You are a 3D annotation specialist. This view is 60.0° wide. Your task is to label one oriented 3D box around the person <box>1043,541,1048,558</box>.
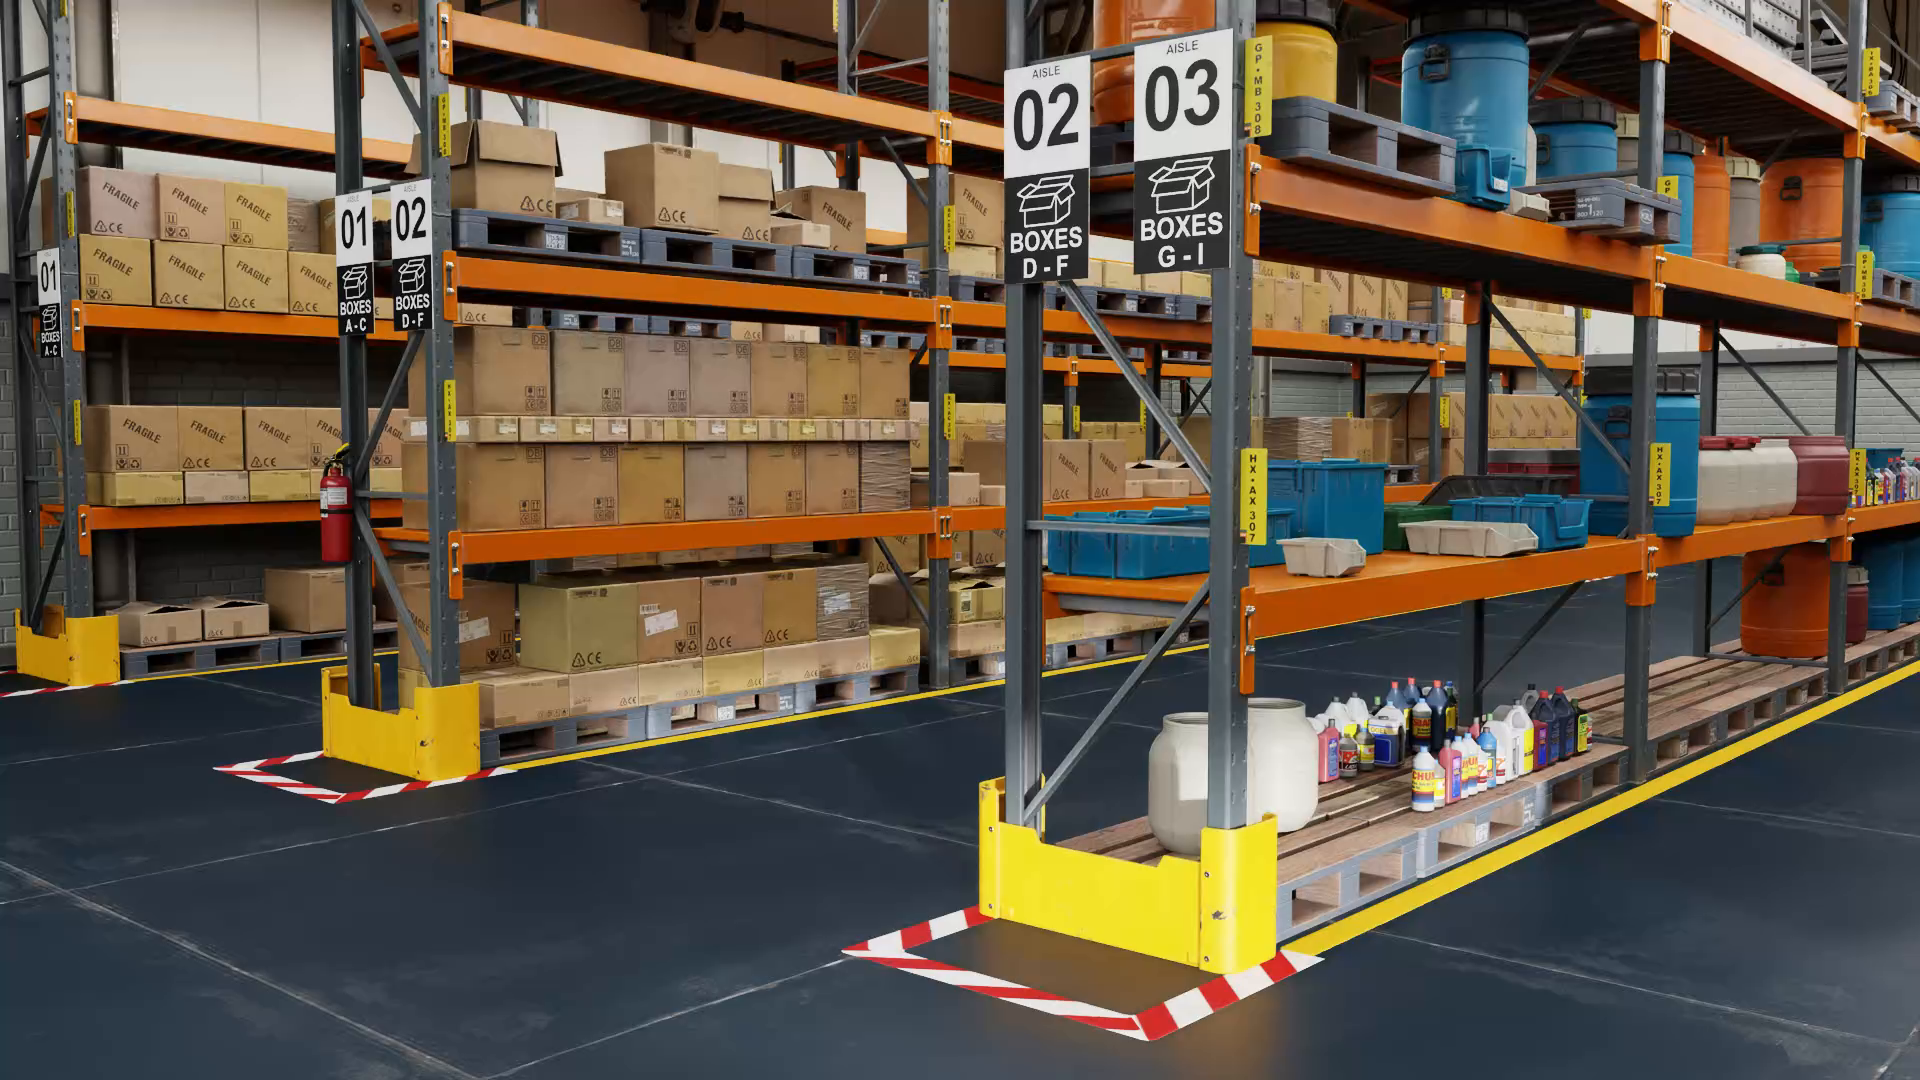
[{"bbox_3d":[1.068,0.295,16.886,0.836,0.968,0.484,3,5,41],"label":"person"}]
